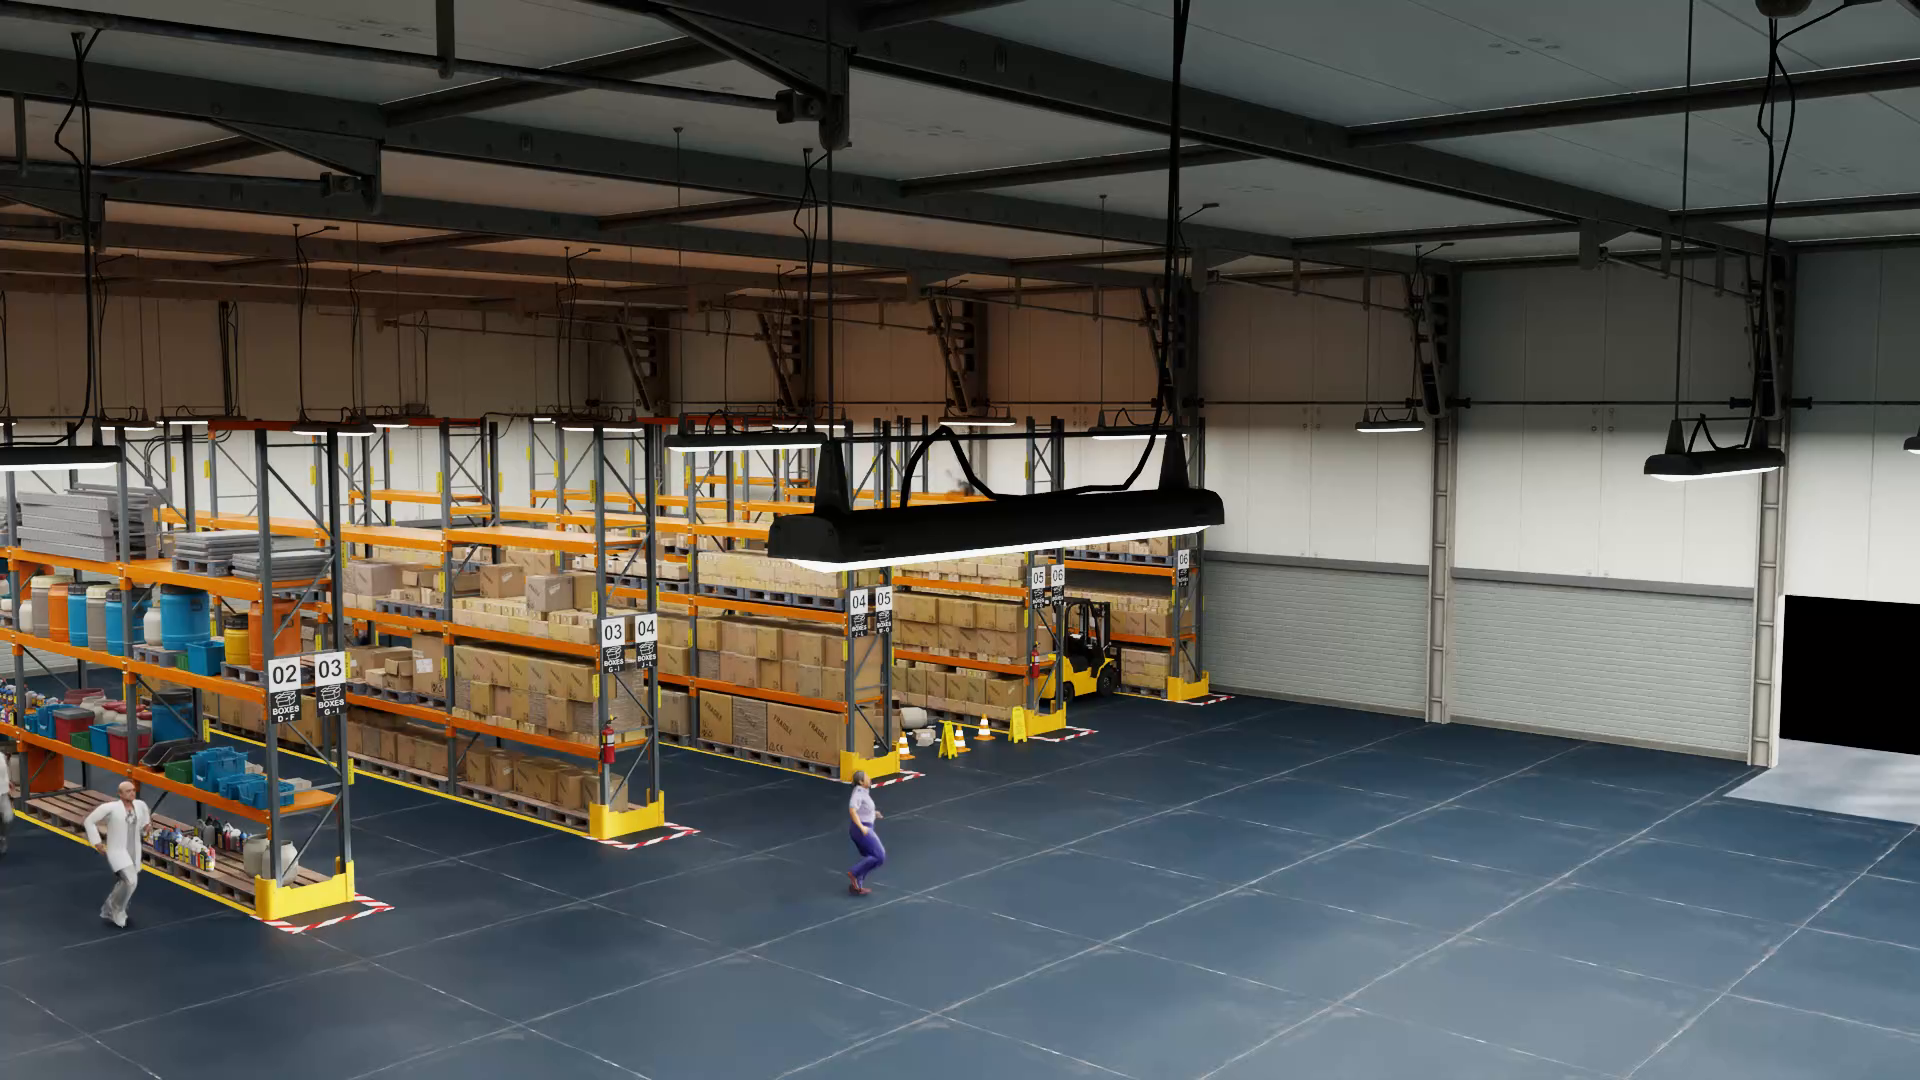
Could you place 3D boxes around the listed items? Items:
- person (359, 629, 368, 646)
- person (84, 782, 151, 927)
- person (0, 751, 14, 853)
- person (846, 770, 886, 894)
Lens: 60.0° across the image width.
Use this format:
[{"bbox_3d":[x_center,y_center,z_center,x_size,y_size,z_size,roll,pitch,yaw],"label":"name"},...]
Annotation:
[{"bbox_3d":[-14.183,2.262,39.836,0.693,1.514,0.681,-2,5,-26],"label":"person"},{"bbox_3d":[-10.088,3.787,20.066,0.799,1.762,0.691,2,5,26],"label":"person"},{"bbox_3d":[-13.430,3.526,23.101,0.650,1.735,0.635,4,6,39],"label":"person"},{"bbox_3d":[-1.220,3.756,21.367,0.506,1.596,0.668,-1,5,-8],"label":"person"}]
